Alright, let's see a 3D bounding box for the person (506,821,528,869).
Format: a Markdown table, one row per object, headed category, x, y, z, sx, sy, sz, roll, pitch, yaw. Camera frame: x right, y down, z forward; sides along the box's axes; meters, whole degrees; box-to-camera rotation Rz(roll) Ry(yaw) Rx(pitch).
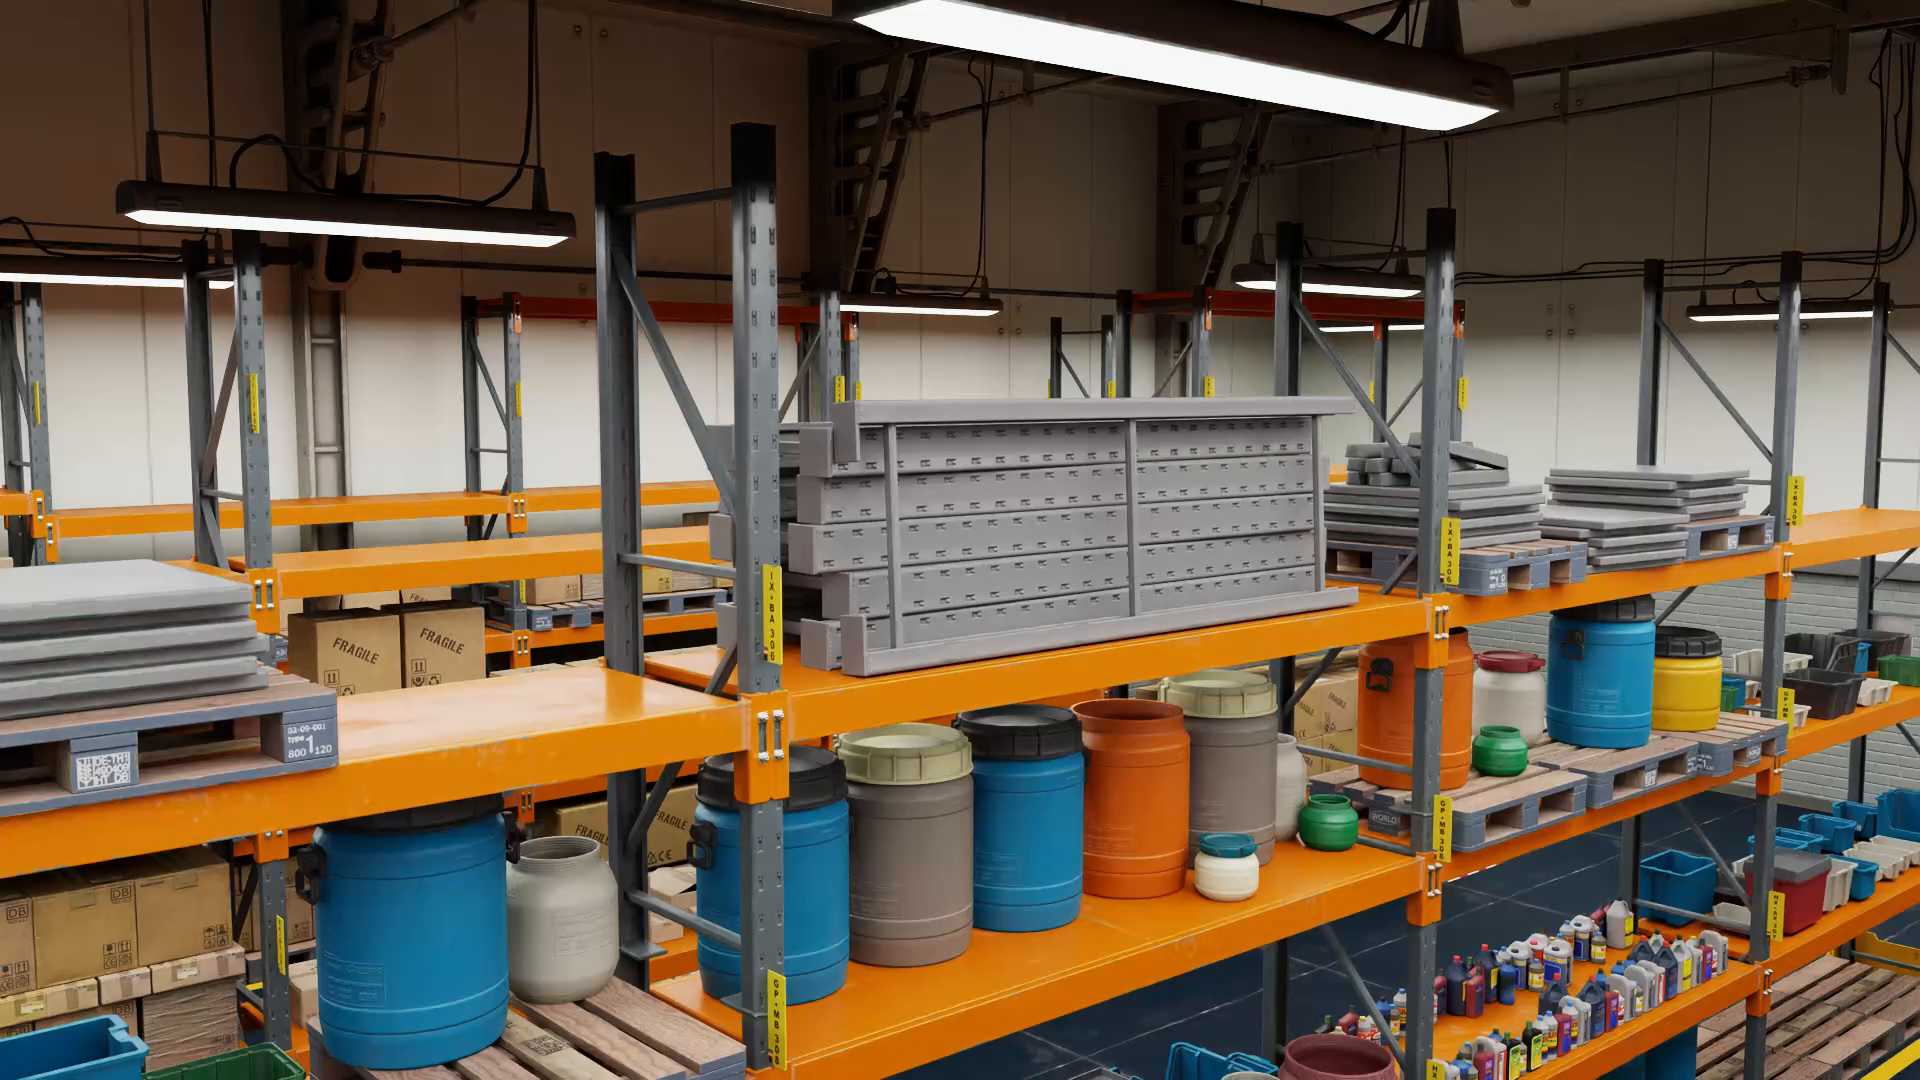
| category | x | y | z | sx | sy | sz | roll | pitch | yaw |
| --- | --- | --- | --- | --- | --- | --- | --- | --- | --- |
| person | -3.541 | 3.066 | 13.307 | 0.404 | 1.678 | 0.493 | 5 | 7 | 42 |
